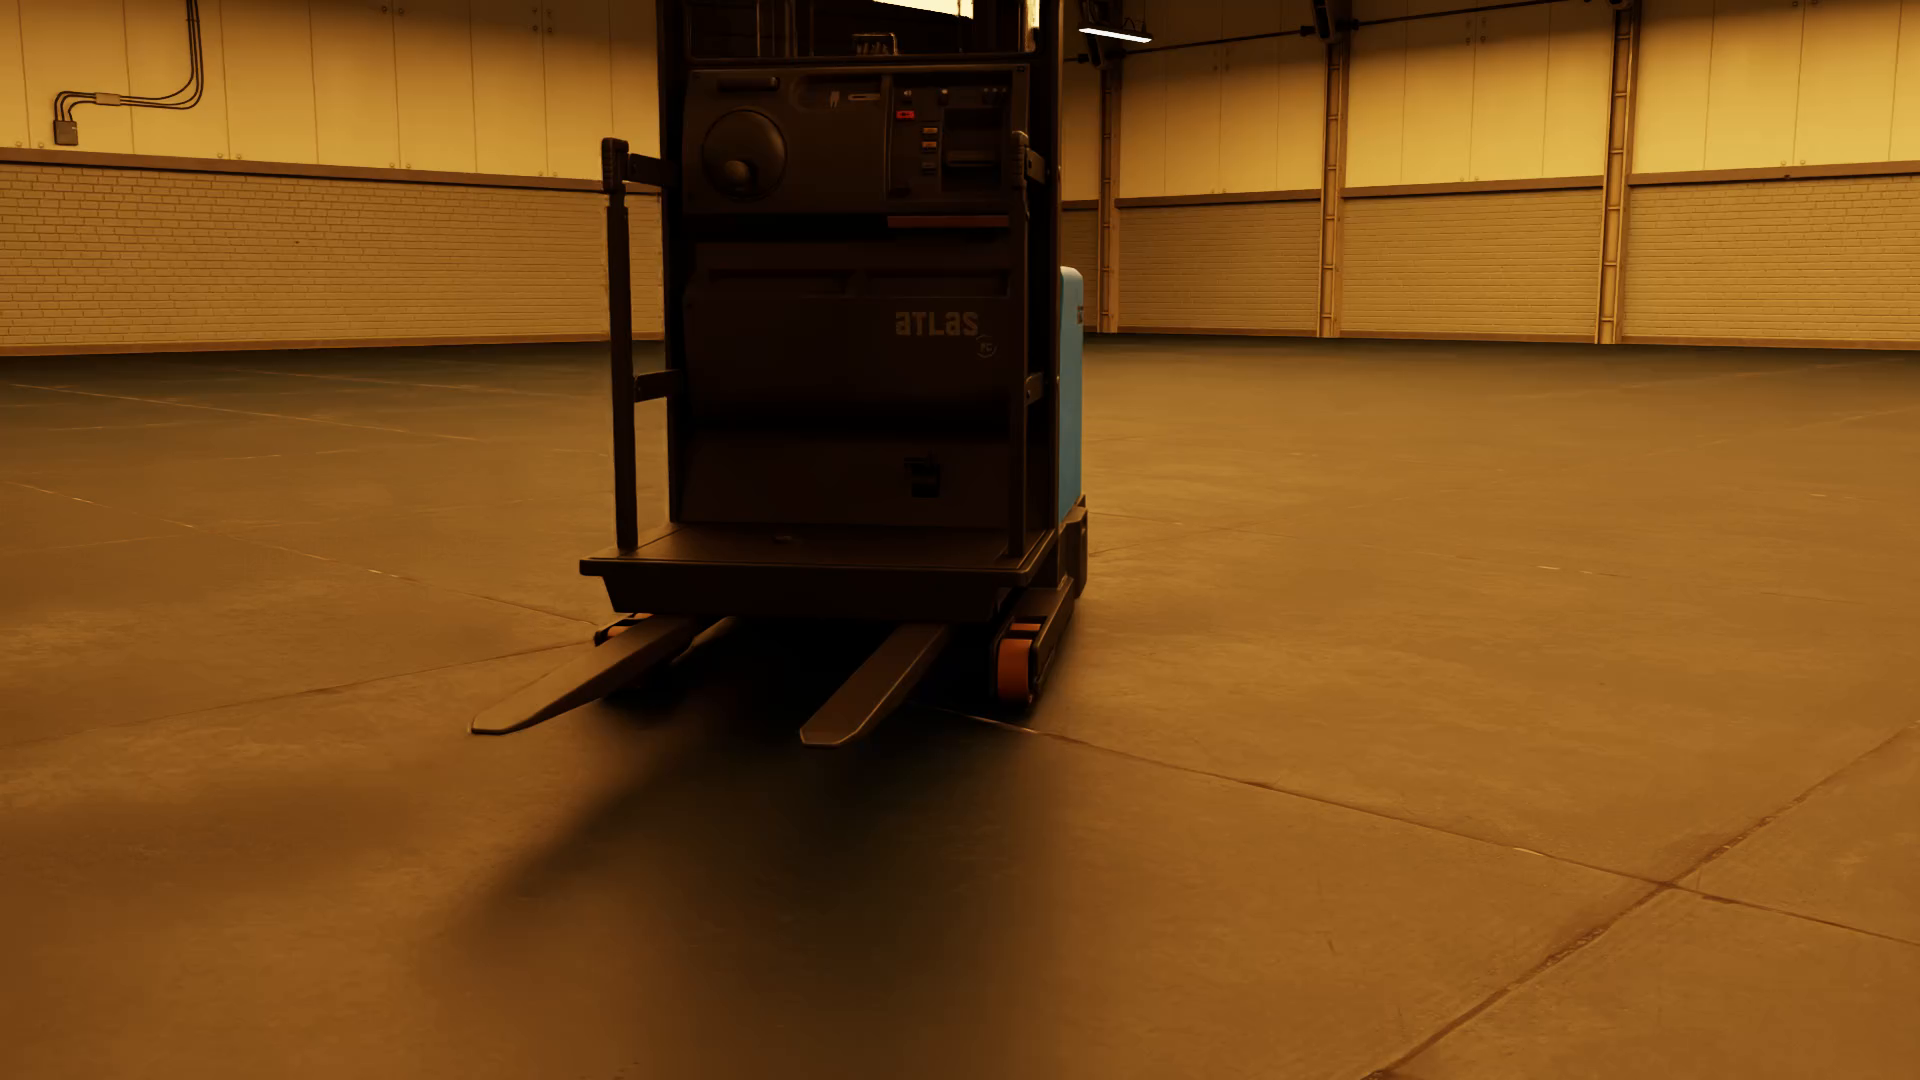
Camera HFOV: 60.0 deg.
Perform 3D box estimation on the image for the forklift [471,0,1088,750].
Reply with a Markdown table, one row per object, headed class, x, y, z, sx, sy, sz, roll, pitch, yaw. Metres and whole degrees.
| class | x | y | z | sx | sy | sz | roll | pitch | yaw |
| --- | --- | --- | --- | --- | --- | --- | --- | --- | --- |
| forklift | -0.309 | -1.104 | 4.206 | 1.130 | 2.935 | 3.031 | 1 | 9 | 9 |
